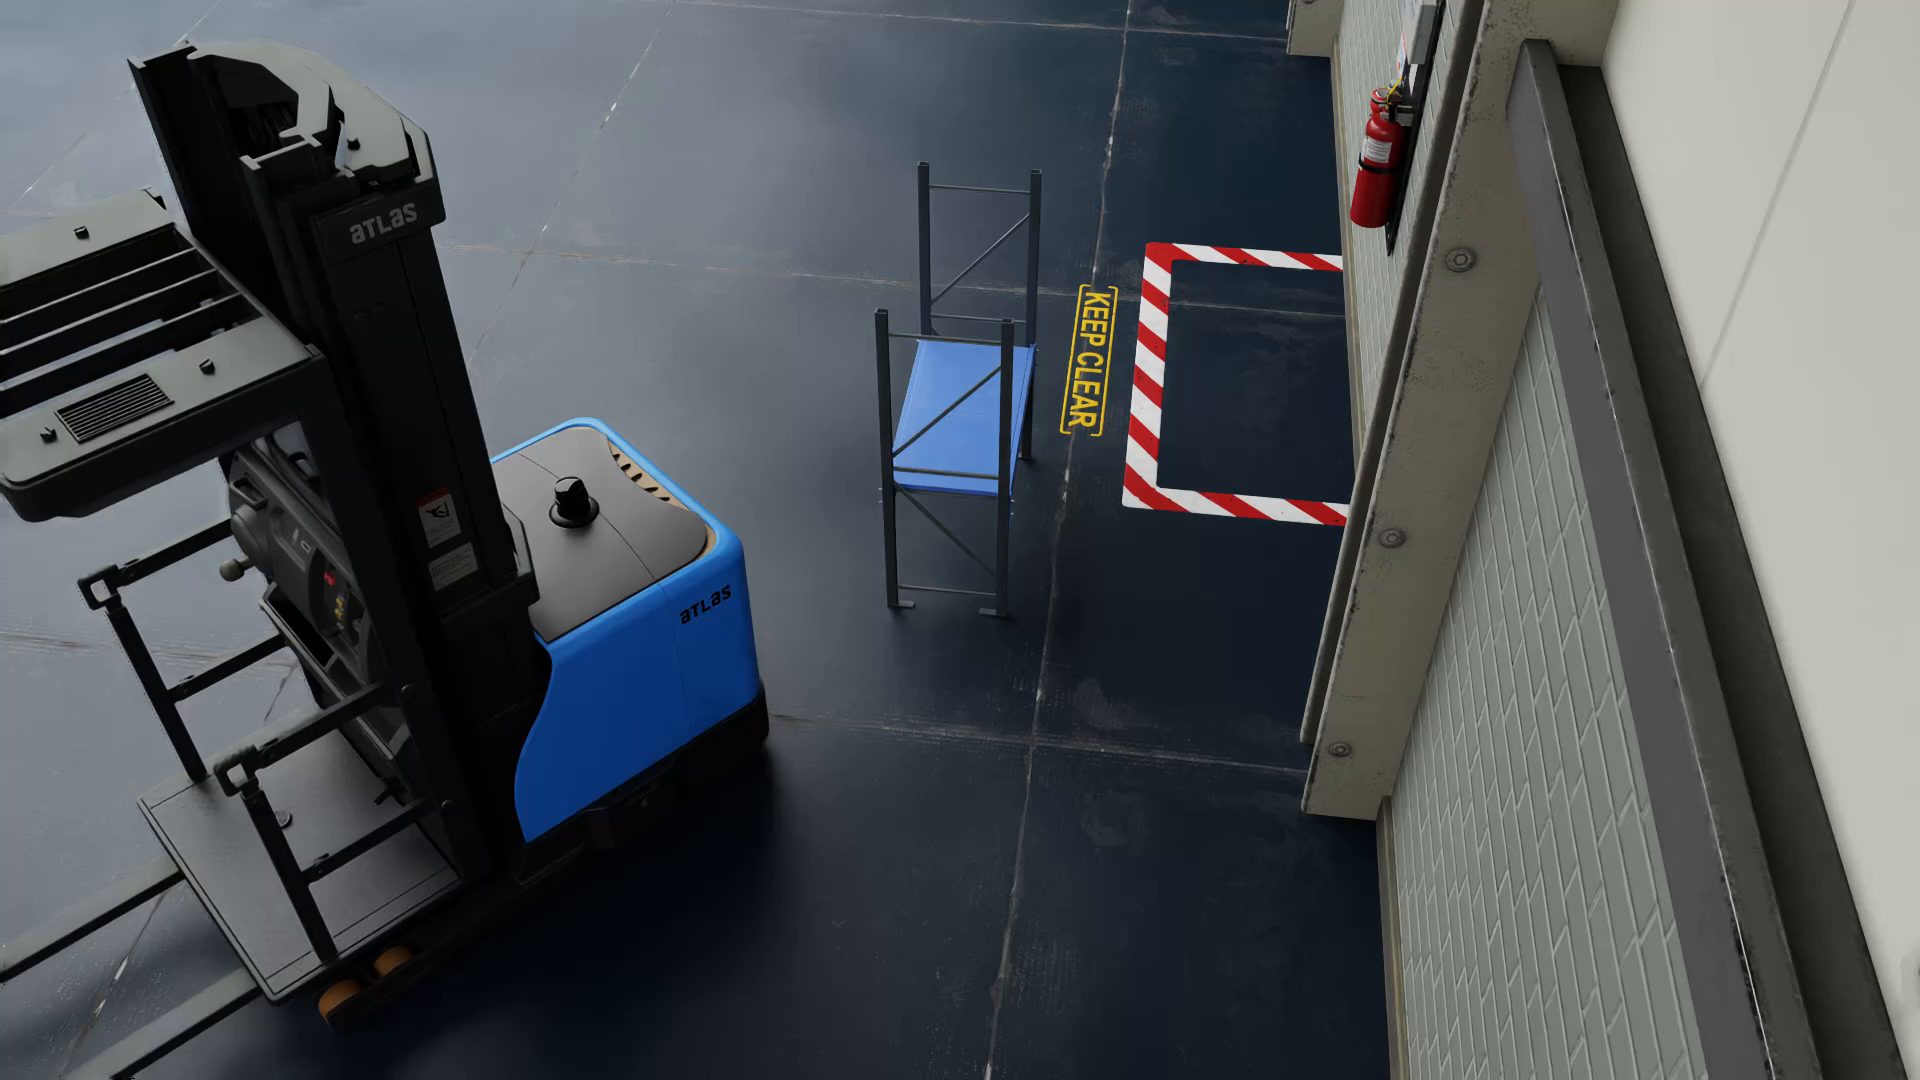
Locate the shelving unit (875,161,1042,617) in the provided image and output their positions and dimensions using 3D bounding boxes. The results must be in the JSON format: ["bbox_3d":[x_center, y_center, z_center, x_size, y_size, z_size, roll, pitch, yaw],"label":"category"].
[{"bbox_3d":[0.011,-0.603,6.818,0.538,1.500,1.048,5,44,6],"label":"shelving unit"}]

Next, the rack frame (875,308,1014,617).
[{"bbox_3d":[-0.056,-0.256,6.452,0.500,1.500,0.032,5,44,6],"label":"rack frame"}]

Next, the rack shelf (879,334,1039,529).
[{"bbox_3d":[0.011,-0.472,6.942,0.538,0.185,1.000,5,44,6],"label":"rack shelf"}]

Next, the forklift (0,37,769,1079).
[{"bbox_3d":[-2.167,0.153,4.979,3.031,2.935,1.130,-32,52,-29],"label":"forklift"}]

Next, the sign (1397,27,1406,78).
[{"bbox_3d":[1.994,-2.256,7.447,0.001,0.329,0.234,5,44,6],"label":"sign"}]

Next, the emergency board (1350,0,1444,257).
[{"bbox_3d":[1.818,-1.875,7.071,0.194,1.169,0.643,5,44,6],"label":"emergency board"}]

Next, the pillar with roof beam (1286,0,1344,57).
[{"bbox_3d":[-2.020,-6.853,7.965,9.100,9.000,0.400,5,44,6],"label":"pillar with roof beam"}]

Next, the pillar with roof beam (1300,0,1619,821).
[{"bbox_3d":[-2.813,-2.764,3.647,9.100,9.000,0.400,5,44,6],"label":"pillar with roof beam"}]

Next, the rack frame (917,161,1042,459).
[{"bbox_3d":[0.078,-0.949,7.184,0.500,1.500,0.032,5,44,6],"label":"rack frame"}]
